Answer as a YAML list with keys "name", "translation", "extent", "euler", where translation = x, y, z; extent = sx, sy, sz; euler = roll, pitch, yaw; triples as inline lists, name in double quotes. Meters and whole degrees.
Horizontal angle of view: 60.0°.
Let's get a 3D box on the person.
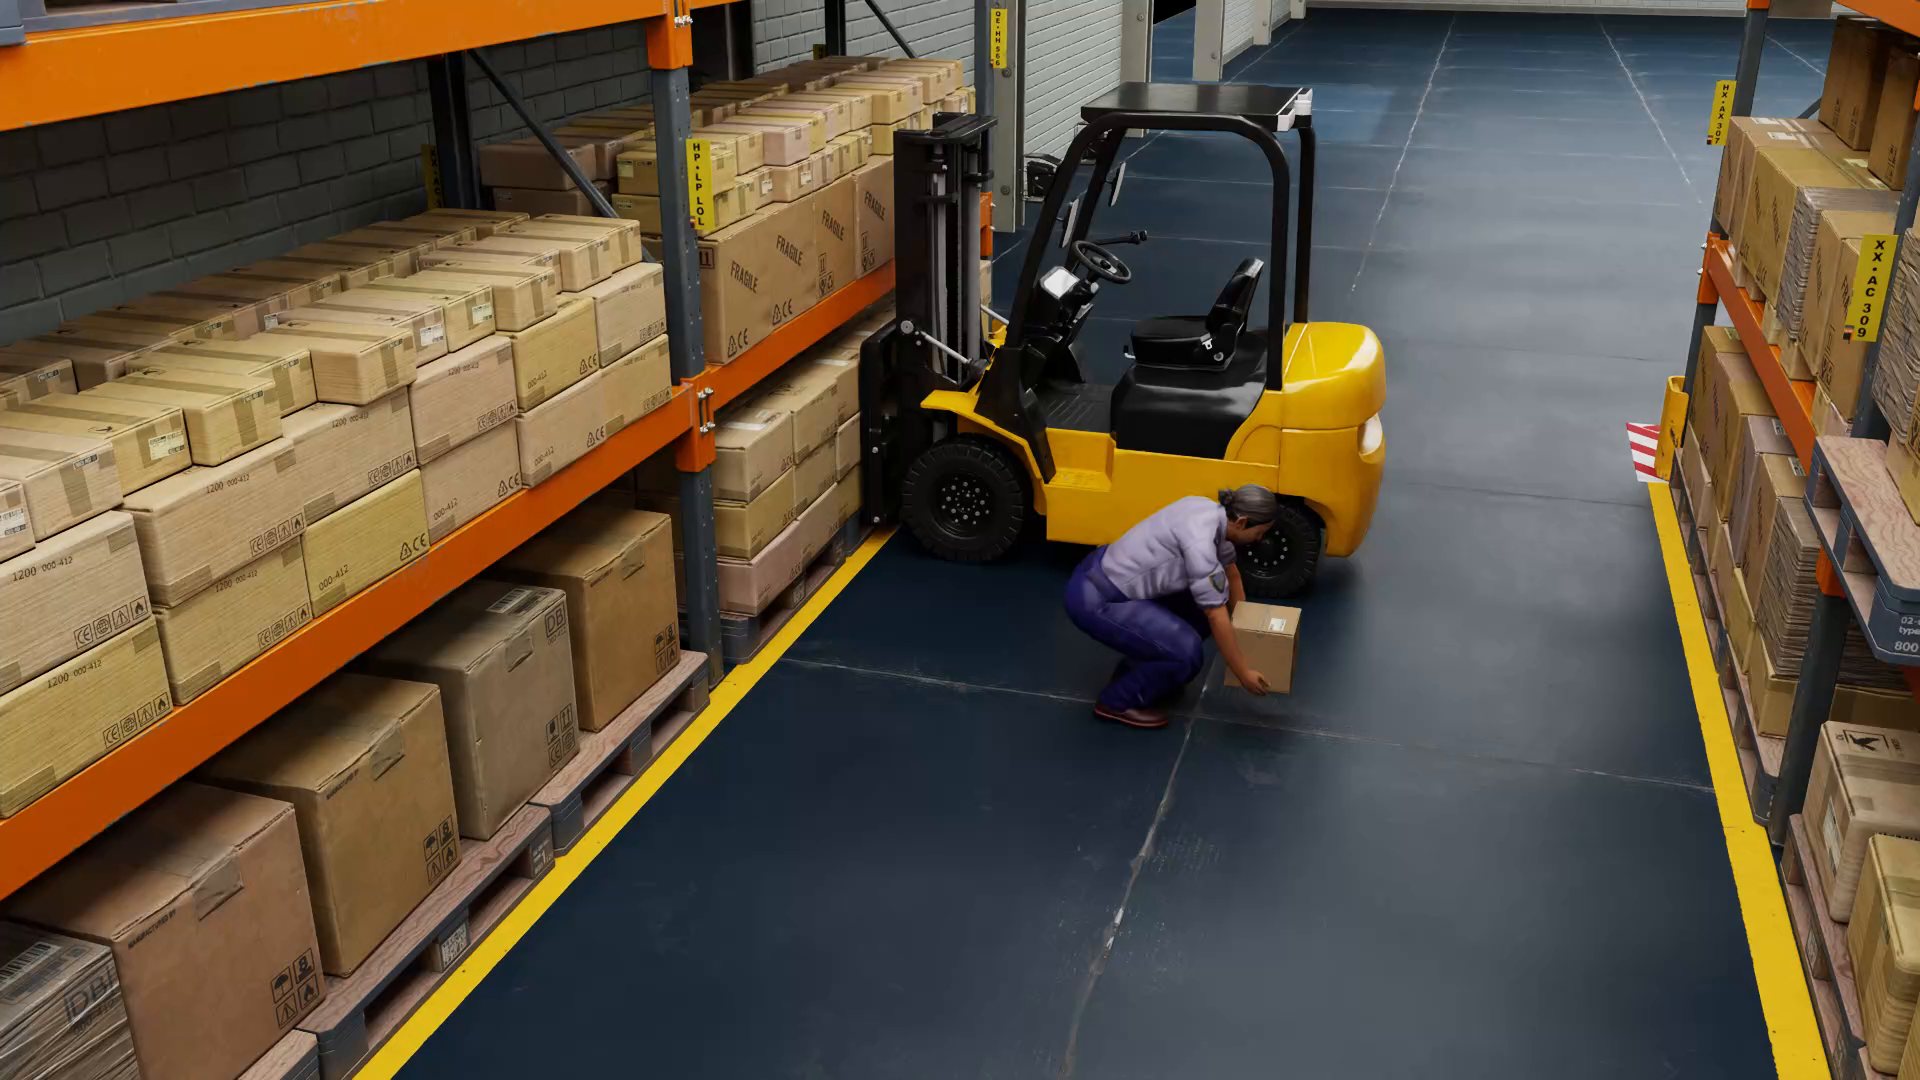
- name: "person"
  translation: [0.829, 0.224, 6.475]
  extent: [0.825, 0.965, 0.525]
  euler: [6, 23, 15]
